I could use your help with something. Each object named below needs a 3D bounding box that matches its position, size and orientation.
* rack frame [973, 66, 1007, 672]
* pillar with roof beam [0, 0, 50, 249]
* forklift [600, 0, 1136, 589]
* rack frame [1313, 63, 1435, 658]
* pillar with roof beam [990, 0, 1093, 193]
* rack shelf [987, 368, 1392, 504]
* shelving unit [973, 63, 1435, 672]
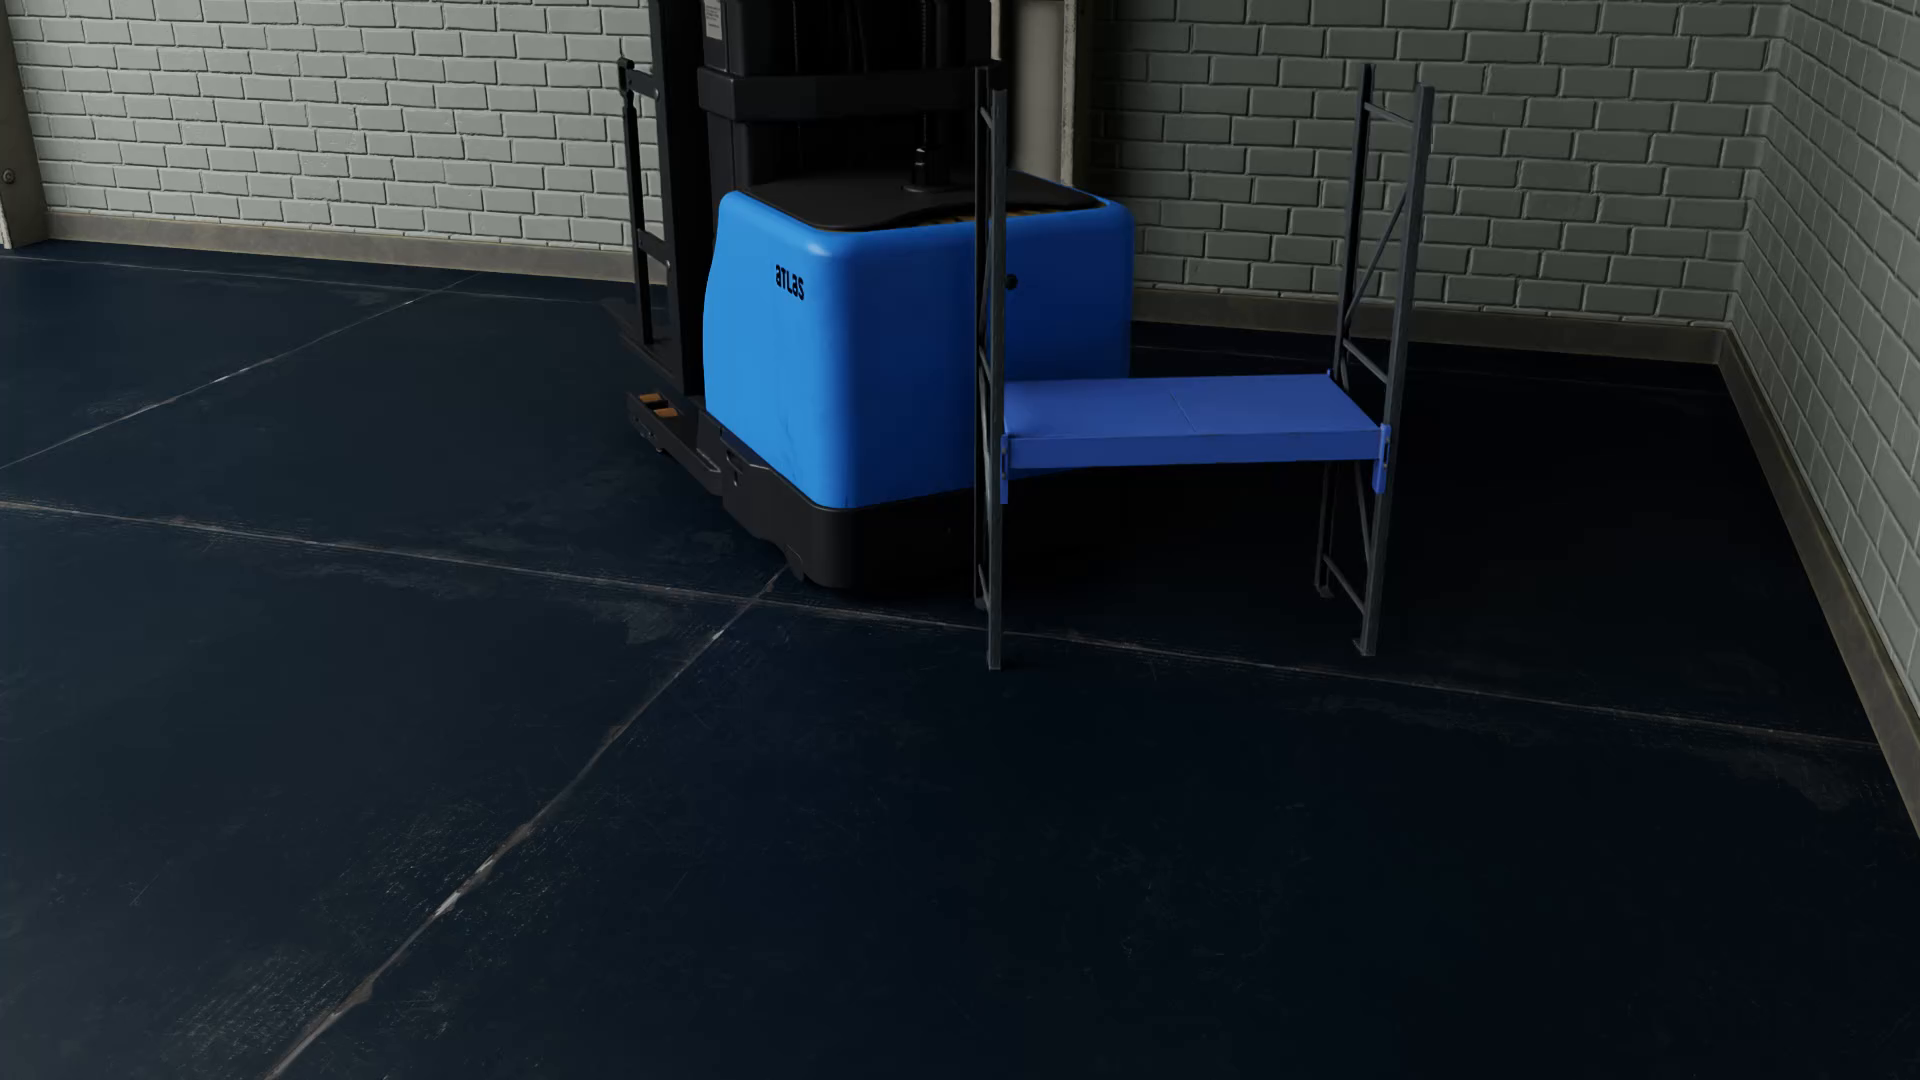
[{"bbox_3d":[0.075,-0.439,4.364,0.032,1.500,0.500,-2,22,-4],"label":"rack frame"},{"bbox_3d":[-6.634,-4.288,3.866,0.400,9.000,9.100,7,23,16],"label":"pillar with roof beam"},{"bbox_3d":[-0.585,-1.738,5.646,1.130,2.935,3.031,-11,25,-24],"label":"forklift"},{"bbox_3d":[1.088,-0.470,4.439,0.032,1.500,0.500,-2,22,-4],"label":"rack frame"},{"bbox_3d":[-0.889,-3.630,2.263,0.400,9.000,9.100,7,23,16],"label":"pillar with roof beam"},{"bbox_3d":[0.582,-0.288,4.470,1.000,0.185,0.538,-2,22,-4],"label":"rack shelf"},{"bbox_3d":[0.582,-0.454,4.402,1.048,1.500,0.538,-2,22,-4],"label":"shelving unit"}]
